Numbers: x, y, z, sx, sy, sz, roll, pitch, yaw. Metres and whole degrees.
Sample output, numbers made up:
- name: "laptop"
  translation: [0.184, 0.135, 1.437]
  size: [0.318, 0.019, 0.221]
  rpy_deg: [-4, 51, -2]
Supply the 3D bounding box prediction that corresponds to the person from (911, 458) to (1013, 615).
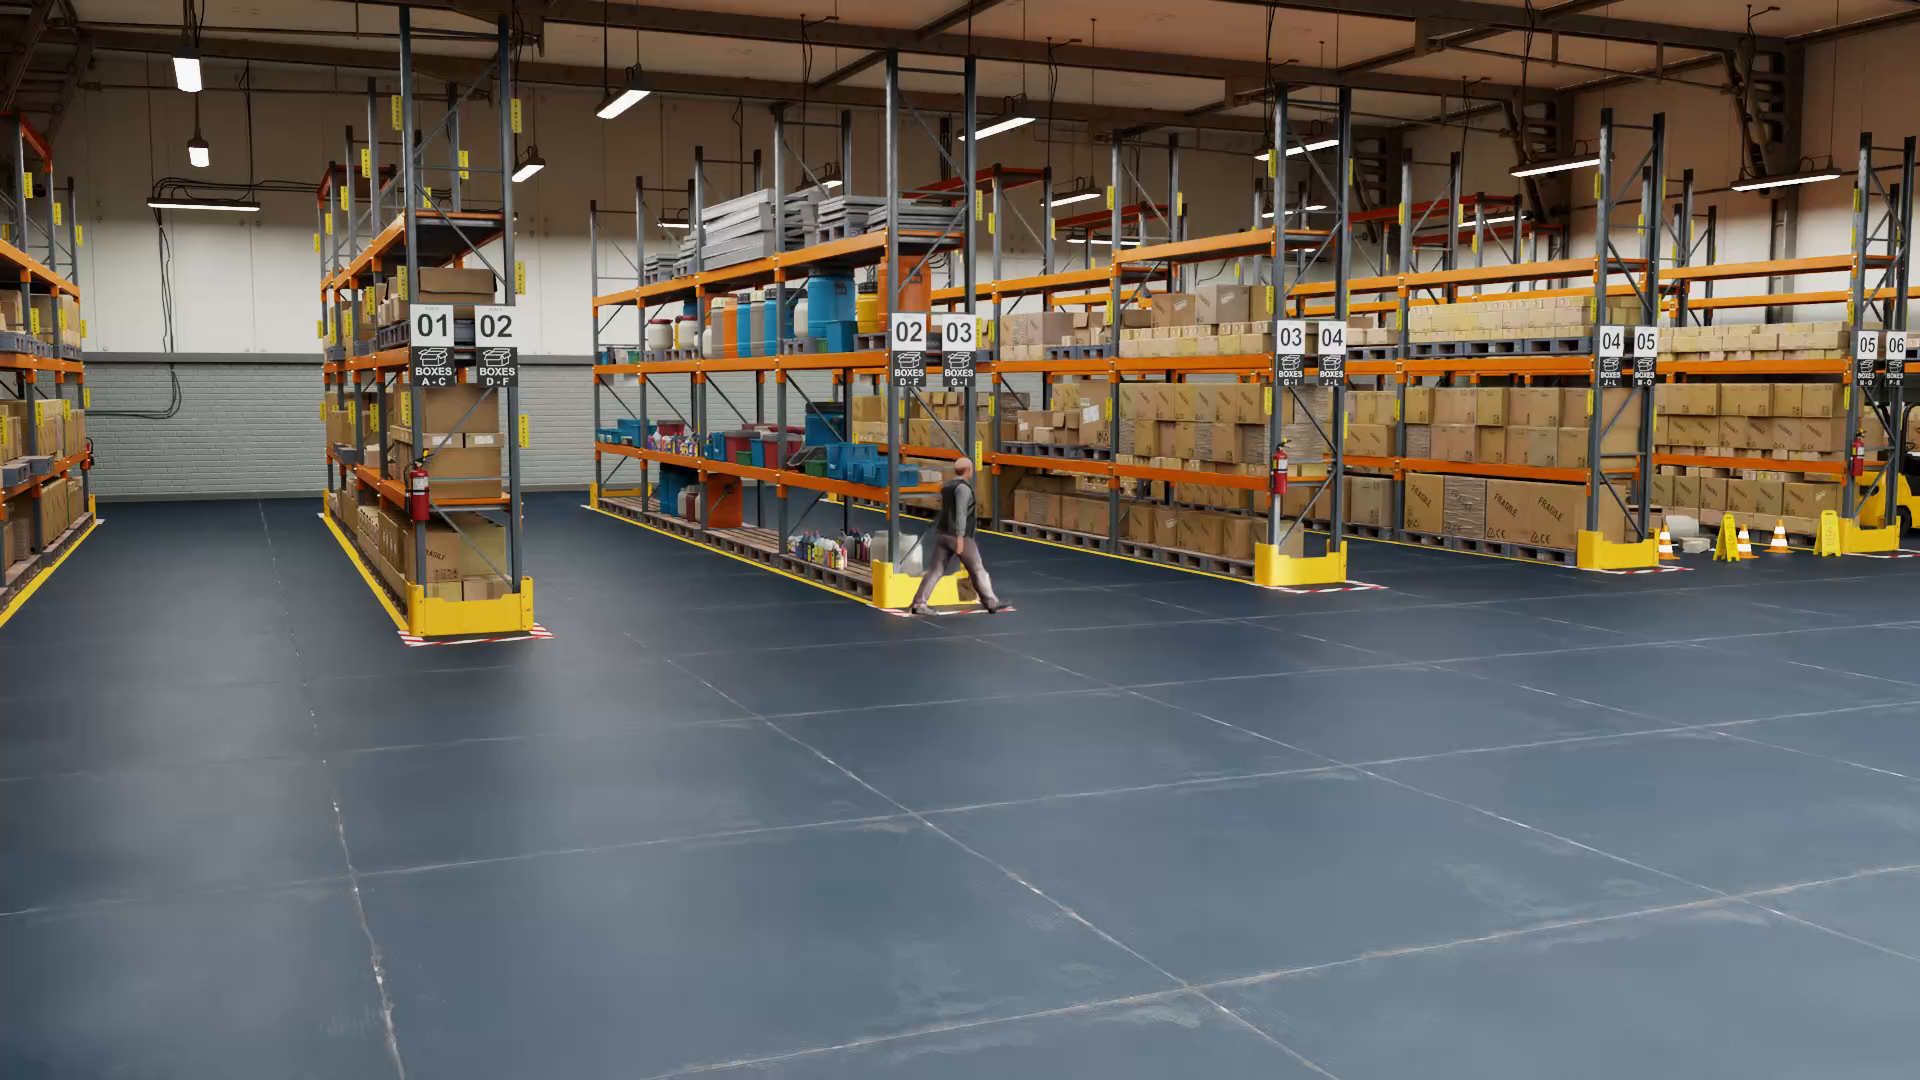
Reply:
- name: "person"
  translation: [-0.009, -0.038, 17.418]
  size: [1.109, 1.647, 0.546]
  rpy_deg: [-3, 6, -31]
